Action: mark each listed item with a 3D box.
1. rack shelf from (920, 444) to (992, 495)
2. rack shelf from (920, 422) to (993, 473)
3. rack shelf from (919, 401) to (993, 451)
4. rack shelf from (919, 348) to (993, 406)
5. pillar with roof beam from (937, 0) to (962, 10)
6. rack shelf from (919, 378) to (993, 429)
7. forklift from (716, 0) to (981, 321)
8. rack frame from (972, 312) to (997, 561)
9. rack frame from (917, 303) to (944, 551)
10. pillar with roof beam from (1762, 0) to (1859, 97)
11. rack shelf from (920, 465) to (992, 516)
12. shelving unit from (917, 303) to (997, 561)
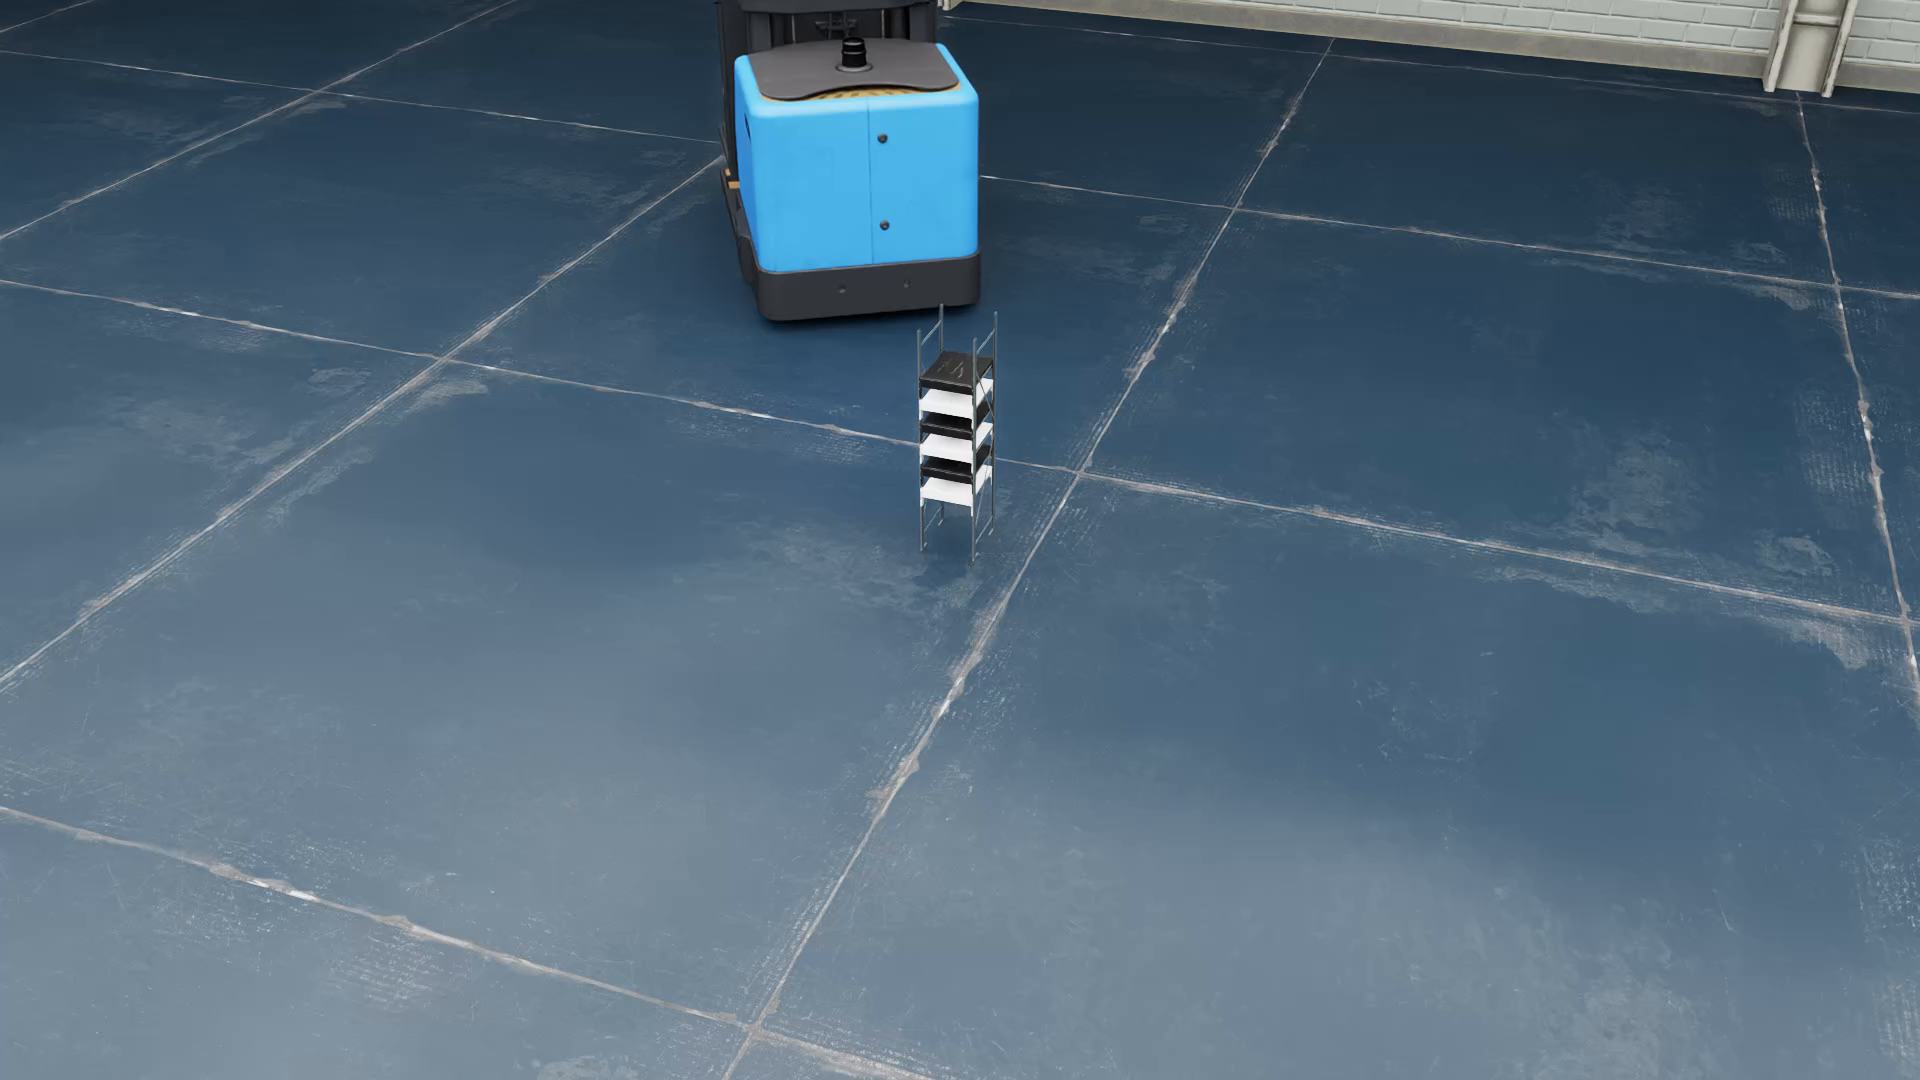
[{"bbox_3d":[-0.008,-0.276,6.075,0.200,0.077,0.258,11,34,16],"label":"rack shelf"},{"bbox_3d":[-0.008,-0.352,6.026,0.200,0.077,0.258,11,34,16],"label":"rack shelf"},{"bbox_3d":[-0.008,-0.427,5.977,0.200,0.077,0.258,11,34,16],"label":"rack shelf"},{"bbox_3d":[-0.008,-0.578,5.880,0.200,0.077,0.258,11,34,16],"label":"rack shelf"},{"bbox_3d":[-1.664,-5.625,6.665,0.400,9.000,9.100,11,34,16],"label":"pillar with roof beam"},{"bbox_3d":[-0.008,-0.503,5.929,0.200,0.077,0.258,11,34,16],"label":"rack shelf"},{"bbox_3d":[-0.705,-3.034,8.247,1.130,2.935,3.031,-6,33,-10],"label":"forklift"},{"bbox_3d":[0.088,-0.361,5.979,0.006,0.900,0.240,11,34,16],"label":"rack frame"},{"bbox_3d":[-0.103,-0.398,6.037,0.006,0.900,0.240,11,34,16],"label":"rack frame"},{"bbox_3d":[3.984,-4.527,4.965,0.400,9.000,9.100,11,34,16],"label":"pillar with roof beam"},{"bbox_3d":[-0.008,-0.200,6.124,0.200,0.077,0.258,11,34,16],"label":"rack shelf"},{"bbox_3d":[-0.008,-0.380,6.008,0.210,0.900,0.258,11,34,16],"label":"shelving unit"}]
